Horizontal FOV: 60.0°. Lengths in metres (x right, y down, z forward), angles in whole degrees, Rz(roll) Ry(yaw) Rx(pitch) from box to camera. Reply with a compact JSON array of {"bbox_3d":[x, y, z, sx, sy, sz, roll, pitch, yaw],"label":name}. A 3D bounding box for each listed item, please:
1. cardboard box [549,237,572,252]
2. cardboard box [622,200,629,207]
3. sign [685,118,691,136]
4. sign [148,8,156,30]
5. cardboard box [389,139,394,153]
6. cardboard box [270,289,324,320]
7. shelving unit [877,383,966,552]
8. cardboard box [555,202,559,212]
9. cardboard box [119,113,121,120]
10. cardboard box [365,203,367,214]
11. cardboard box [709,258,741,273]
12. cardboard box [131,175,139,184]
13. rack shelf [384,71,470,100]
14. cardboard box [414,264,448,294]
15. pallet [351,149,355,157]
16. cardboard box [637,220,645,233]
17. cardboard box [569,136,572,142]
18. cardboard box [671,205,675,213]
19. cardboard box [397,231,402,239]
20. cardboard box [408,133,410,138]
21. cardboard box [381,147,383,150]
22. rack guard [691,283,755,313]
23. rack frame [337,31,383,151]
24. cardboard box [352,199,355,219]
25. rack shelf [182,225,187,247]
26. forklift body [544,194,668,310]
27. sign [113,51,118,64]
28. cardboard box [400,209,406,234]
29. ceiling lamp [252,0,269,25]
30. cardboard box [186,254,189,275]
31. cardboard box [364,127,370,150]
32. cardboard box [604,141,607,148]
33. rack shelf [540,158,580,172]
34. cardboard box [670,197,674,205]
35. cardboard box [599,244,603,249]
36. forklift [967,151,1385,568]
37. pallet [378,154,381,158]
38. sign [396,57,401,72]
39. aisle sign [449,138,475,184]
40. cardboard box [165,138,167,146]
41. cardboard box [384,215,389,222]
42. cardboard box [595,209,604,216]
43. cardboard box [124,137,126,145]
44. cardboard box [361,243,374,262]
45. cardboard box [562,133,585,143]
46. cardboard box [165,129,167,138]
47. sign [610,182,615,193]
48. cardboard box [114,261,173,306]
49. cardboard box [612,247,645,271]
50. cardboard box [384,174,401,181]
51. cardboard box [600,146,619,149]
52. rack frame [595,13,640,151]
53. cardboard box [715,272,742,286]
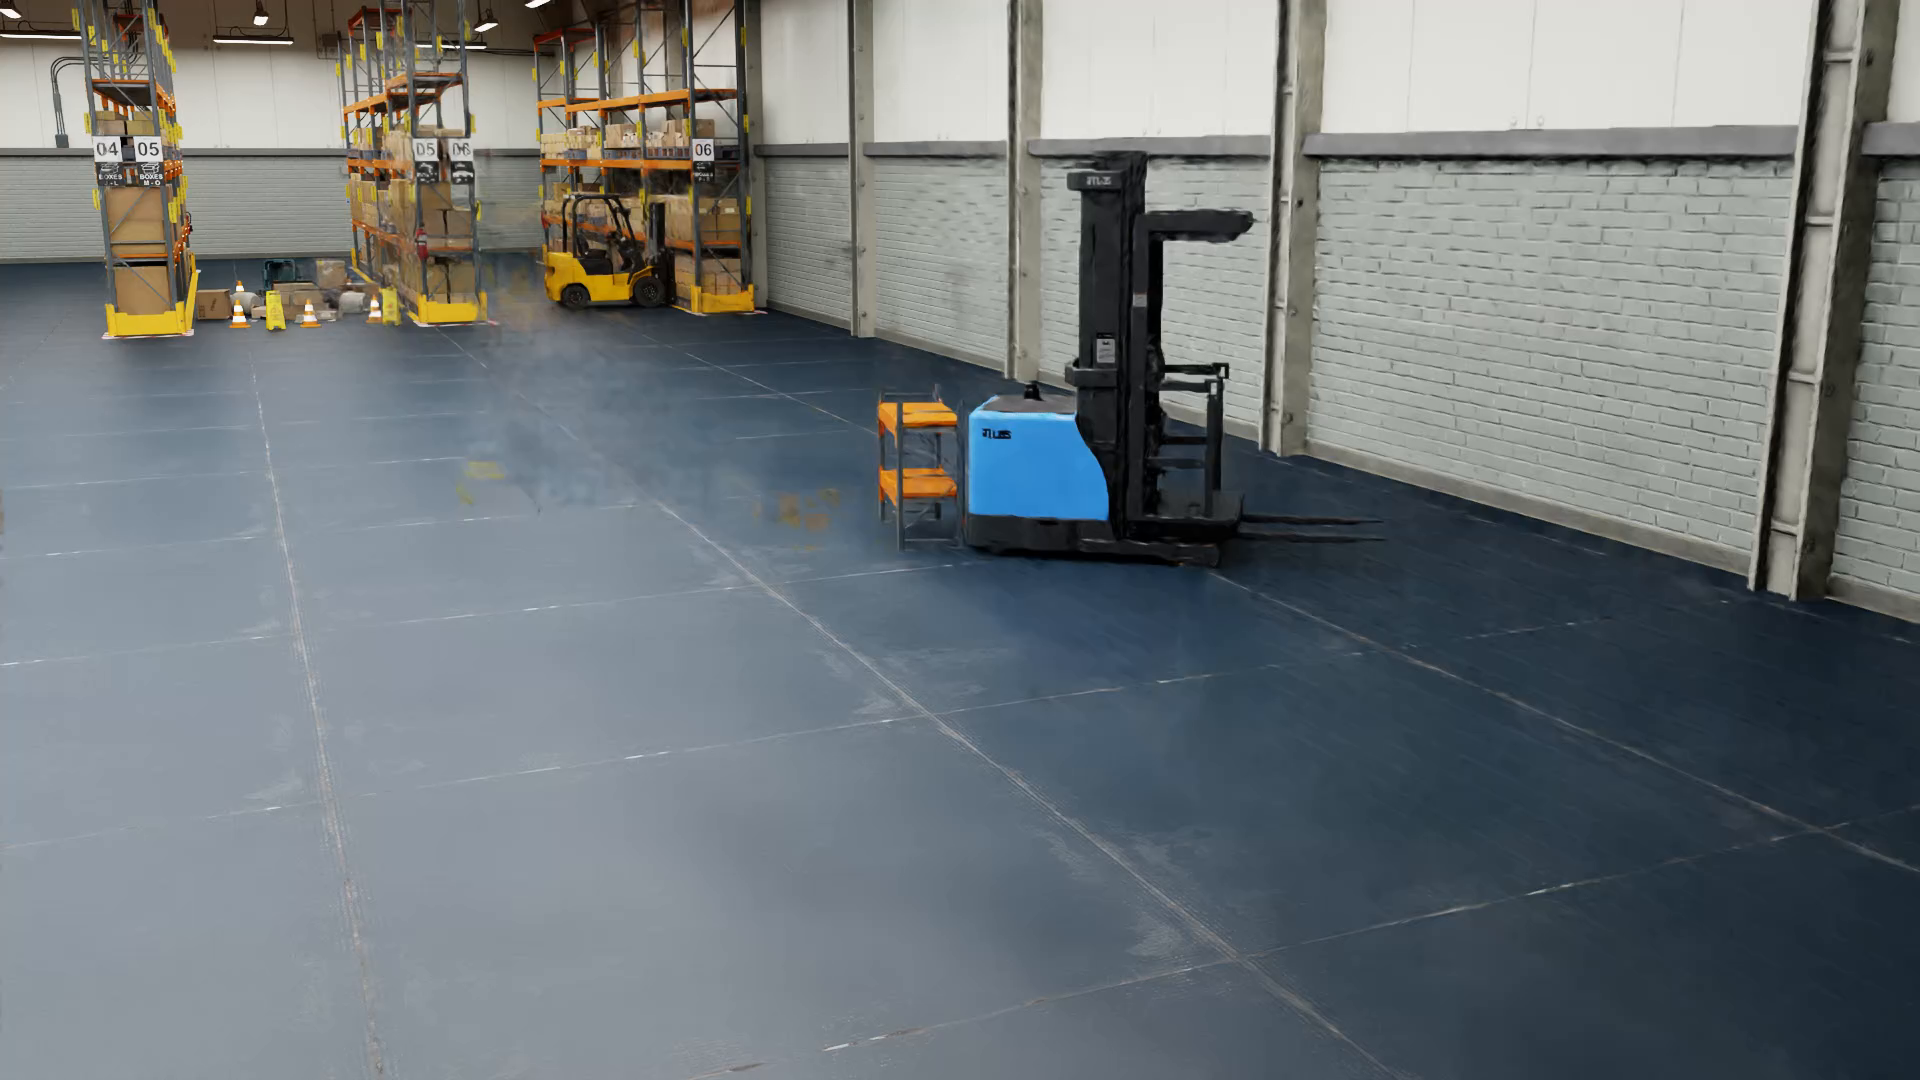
[{"bbox_3d":[-10.781,-7.994,45.364,0.797,0.503,0.637,-6,14,-25],"label":"cardboard box"},{"bbox_3d":[-7.189,-7.386,36.470,0.380,0.149,0.250,-6,14,-24],"label":"cardboard box"},{"bbox_3d":[-5.033,-7.643,30.802,0.100,0.325,0.005,-6,14,-23],"label":"sign"},{"bbox_3d":[-13.061,-8.422,26.879,0.100,0.325,0.005,-6,14,-23],"label":"sign"},{"bbox_3d":[-10.754,-7.630,32.206,0.500,0.250,0.500,-6,14,-24],"label":"cardboard box"},{"bbox_3d":[-12.100,-4.304,30.351,0.637,0.503,0.797,6,14,26],"label":"cardboard box"},{"bbox_3d":[-0.311,-0.587,12.913,0.538,1.125,1.048,-2,13,-10],"label":"shelving unit"},{"bbox_3d":[-10.372,-8.782,43.837,0.500,0.250,0.500,-6,14,-24],"label":"cardboard box"},{"bbox_3d":[-14.629,-7.253,28.539,0.380,0.149,0.250,-6,14,-23],"label":"cardboard box"},{"bbox_3d":[-13.731,-7.814,39.205,0.500,0.250,0.500,-5,14,-22],"label":"cardboard box"},{"bbox_3d":[-4.549,-5.304,32.083,0.500,0.250,0.500,-6,14,-24],"label":"cardboard box"},{"bbox_3d":[-18.815,-8.151,38.336,0.500,0.500,0.500,-6,14,-25],"label":"cardboard box"},{"bbox_3d":[-9.878,-8.370,30.680,1.077,0.370,4.000,-6,14,-23],"label":"rack shelf"},{"bbox_3d":[-9.637,-4.759,30.281,0.500,0.500,0.500,-6,14,-23],"label":"cardboard box"},{"bbox_3d":[-14.687,-9.705,41.695,1.003,0.211,1.213,-6,14,-23],"label":"pallet"},{"bbox_3d":[-6.574,-6.669,35.365,0.500,0.250,0.500,-5,14,-22],"label":"cardboard box"},{"bbox_3d":[-9.384,-9.845,40.849,0.380,0.149,0.250,-6,14,-24],"label":"cardboard box"},{"bbox_3d":[-5.462,-6.509,32.681,0.380,0.149,0.250,-6,14,-23],"label":"cardboard box"},{"bbox_3d":[-10.847,-5.996,32.682,0.380,0.149,0.250,-6,14,-23],"label":"cardboard box"},{"bbox_3d":[-9.670,-7.265,29.742,0.380,0.149,0.250,-6,14,-24],"label":"cardboard box"},{"bbox_3d":[-12.209,-8.302,35.733,0.396,0.266,0.258,-6,14,-23],"label":"cardboard box"},{"bbox_3d":[-4.520,-4.613,31.691,1.175,0.500,0.348,-6,14,-23],"label":"rack guard"},{"bbox_3d":[-15.486,-11.615,43.096,1.000,3.000,0.127,-6,14,-23],"label":"rack frame"},{"bbox_3d":[-15.329,-8.513,42.780,0.500,0.500,0.500,-6,14,-24],"label":"cardboard box"},{"bbox_3d":[-17.577,-6.634,36.475,1.077,0.370,4.000,-6,14,-23],"label":"rack shelf"},{"bbox_3d":[-6.961,-5.649,32.507,2.313,2.155,1.214,-6,14,-23],"label":"forklift body"},{"bbox_3d":[-18.883,-10.769,37.194,0.100,0.325,0.005,-6,14,-23],"label":"sign"},{"bbox_3d":[-10.347,-6.084,31.622,0.500,0.500,0.500,-6,14,-23],"label":"cardboard box"},{"bbox_3d":[-15.551,-13.262,37.270,0.800,3.185,2.000,-6,14,-23],"label":"ceiling lamp"},{"bbox_3d":[-17.851,-6.254,37.852,0.500,0.500,0.500,-6,14,-24],"label":"cardboard box"},{"bbox_3d":[-12.852,-8.941,37.044,0.700,0.500,0.500,-6,15,-26],"label":"cardboard box"},{"bbox_3d":[-7.873,-8.989,37.771,0.380,0.166,0.250,-6,14,-23],"label":"cardboard box"},{"bbox_3d":[-10.138,-9.839,43.670,1.077,0.370,4.000,-6,14,-23],"label":"rack shelf"},{"bbox_3d":[-5.470,-6.655,32.650,0.380,0.149,0.250,-5,14,-22],"label":"cardboard box"},{"bbox_3d":[-8.302,-6.924,39.306,0.380,0.149,0.250,-6,15,-26],"label":"cardboard box"},{"bbox_3d":[1.627,-1.359,12.242,3.031,2.935,1.130,3,13,12],"label":"forklift"},{"bbox_3d":[-13.471,-9.049,39.086,0.805,0.209,1.217,-6,14,-25],"label":"pallet"},{"bbox_3d":[-13.391,-11.333,39.633,0.100,0.325,0.005,-6,14,-23],"label":"sign"},{"bbox_3d":[-8.768,-6.668,29.262,0.394,0.787,0.004,-6,14,-23],"label":"aisle sign"},{"bbox_3d":[-14.328,-7.081,29.563,0.380,0.149,0.250,-5,14,-22],"label":"cardboard box"},{"bbox_3d":[-12.080,-6.856,35.468,0.380,0.149,0.250,-6,14,-23],"label":"cardboard box"},{"bbox_3d":[-8.349,-7.671,38.989,0.380,0.149,0.250,-5,14,-22],"label":"cardboard box"},{"bbox_3d":[-15.035,-7.074,29.535,0.380,0.149,0.250,-6,14,-24],"label":"cardboard box"},{"bbox_3d":[-15.130,-7.521,43.464,0.875,0.438,0.875,-6,14,-25],"label":"cardboard box"},{"bbox_3d":[-9.760,-10.174,42.087,0.500,0.250,0.500,-6,14,-23],"label":"cardboard box"},{"bbox_3d":[-14.742,-7.453,30.286,0.500,0.250,0.500,-6,14,-24],"label":"cardboard box"},{"bbox_3d":[-8.830,-8.929,42.231,0.100,0.325,0.005,-6,14,-23],"label":"sign"},{"bbox_3d":[-14.258,-4.403,29.024,0.875,0.875,0.875,-6,14,-24],"label":"cardboard box"},{"bbox_3d":[-7.497,-6.406,38.230,0.875,0.625,0.625,-5,14,-21],"label":"cardboard box"},{"bbox_3d":[-13.772,-8.806,40.388,0.380,0.149,0.250,-6,14,-24],"label":"cardboard box"},{"bbox_3d":[-8.097,-9.122,38.428,0.380,0.149,0.250,-5,14,-22],"label":"cardboard box"},{"bbox_3d":[-7.735,-10.411,37.895,1.000,3.000,0.127,-6,14,-23],"label":"rack frame"},{"bbox_3d":[-4.528,-5.060,32.137,0.500,0.250,0.500,-5,14,-22],"label":"cardboard box"}]
